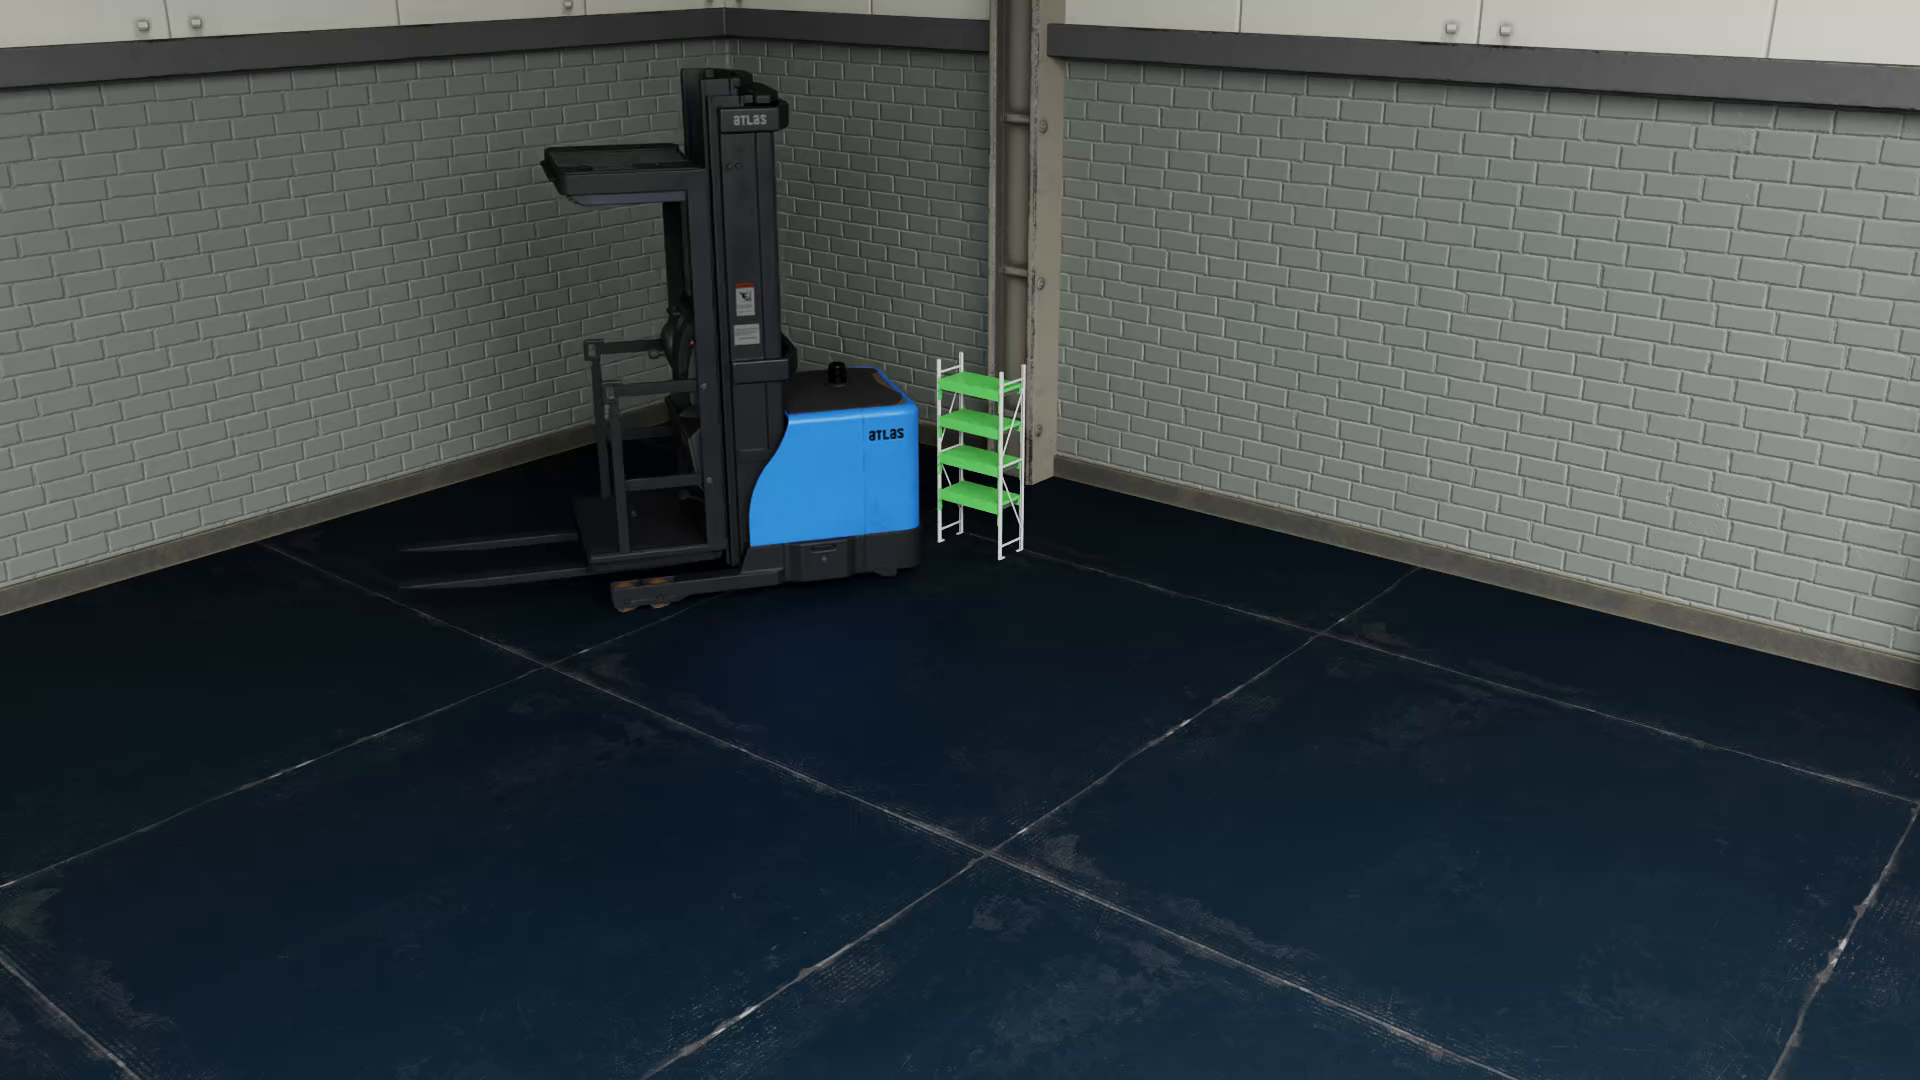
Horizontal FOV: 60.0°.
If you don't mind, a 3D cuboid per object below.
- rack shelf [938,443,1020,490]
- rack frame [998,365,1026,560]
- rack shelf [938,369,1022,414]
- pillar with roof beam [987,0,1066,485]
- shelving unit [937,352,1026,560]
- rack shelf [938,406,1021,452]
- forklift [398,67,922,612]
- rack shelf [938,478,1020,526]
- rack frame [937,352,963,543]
[{"bbox_3d":[0.128,-0.465,10.381,0.480,0.148,0.258,16,26,36],"label":"rack shelf"},{"bbox_3d":[0.317,-0.470,10.214,0.015,1.200,0.240,16,26,36],"label":"rack frame"},{"bbox_3d":[0.128,-0.914,10.212,0.480,0.148,0.258,16,26,36],"label":"rack shelf"},{"bbox_3d":[-2.284,-3.504,7.206,0.400,9.000,9.100,16,26,36],"label":"pillar with roof beam"},{"bbox_3d":[0.128,-0.524,10.359,0.503,1.200,0.258,16,26,36],"label":"shelving unit"},{"bbox_3d":[0.128,-0.689,10.296,0.480,0.148,0.258,16,26,36],"label":"rack shelf"},{"bbox_3d":[-1.806,-1.166,9.607,3.031,2.935,1.130,-6,22,-16],"label":"forklift"},{"bbox_3d":[0.128,-0.240,10.466,0.480,0.148,0.258,16,26,36],"label":"rack shelf"},{"bbox_3d":[-0.061,-0.579,10.503,0.015,1.200,0.240,16,26,36],"label":"rack frame"}]
